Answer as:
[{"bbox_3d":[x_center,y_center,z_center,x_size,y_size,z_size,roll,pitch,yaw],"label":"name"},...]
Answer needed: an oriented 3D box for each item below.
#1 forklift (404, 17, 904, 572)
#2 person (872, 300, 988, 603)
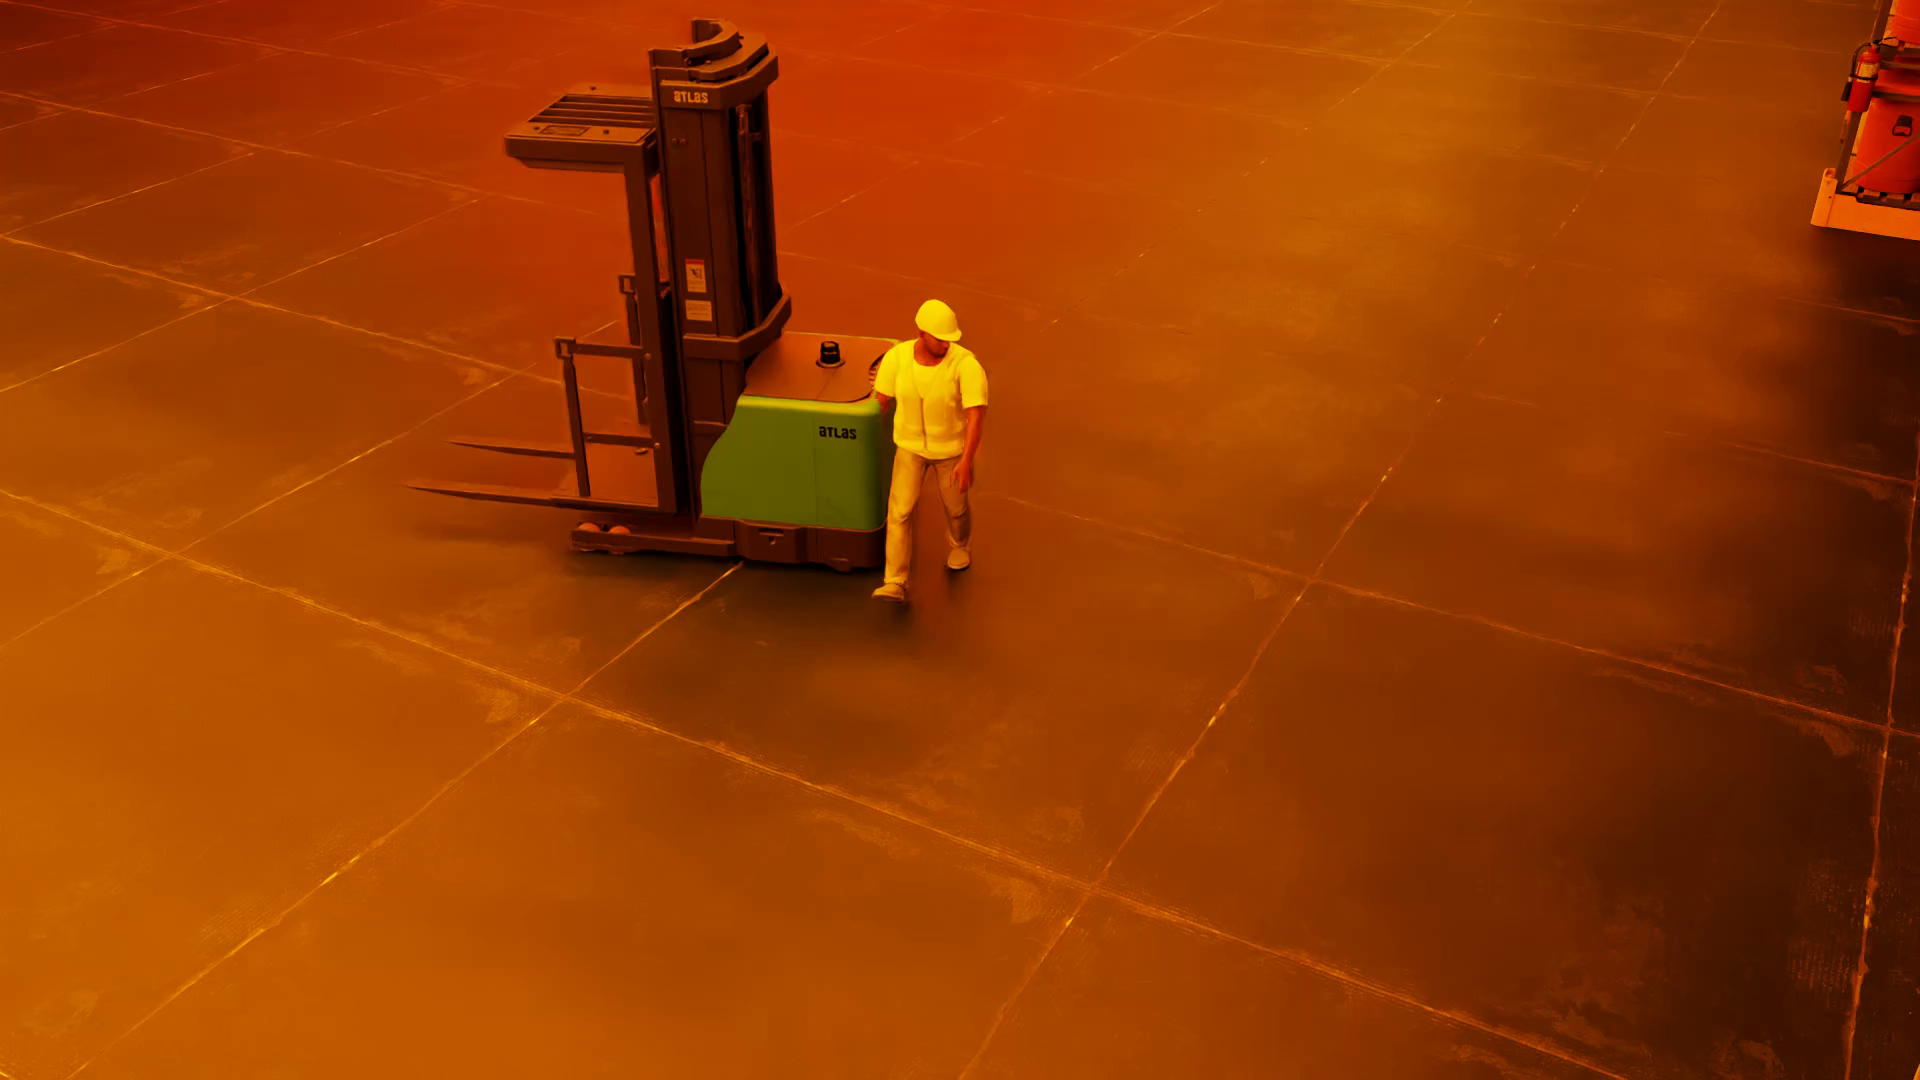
[{"bbox_3d":[-1.841,-1.436,9.558,3.031,2.935,1.130,5,30,9],"label":"forklift"},{"bbox_3d":[-0.215,-0.487,9.154,0.737,1.713,0.910,6,30,9],"label":"person"}]
